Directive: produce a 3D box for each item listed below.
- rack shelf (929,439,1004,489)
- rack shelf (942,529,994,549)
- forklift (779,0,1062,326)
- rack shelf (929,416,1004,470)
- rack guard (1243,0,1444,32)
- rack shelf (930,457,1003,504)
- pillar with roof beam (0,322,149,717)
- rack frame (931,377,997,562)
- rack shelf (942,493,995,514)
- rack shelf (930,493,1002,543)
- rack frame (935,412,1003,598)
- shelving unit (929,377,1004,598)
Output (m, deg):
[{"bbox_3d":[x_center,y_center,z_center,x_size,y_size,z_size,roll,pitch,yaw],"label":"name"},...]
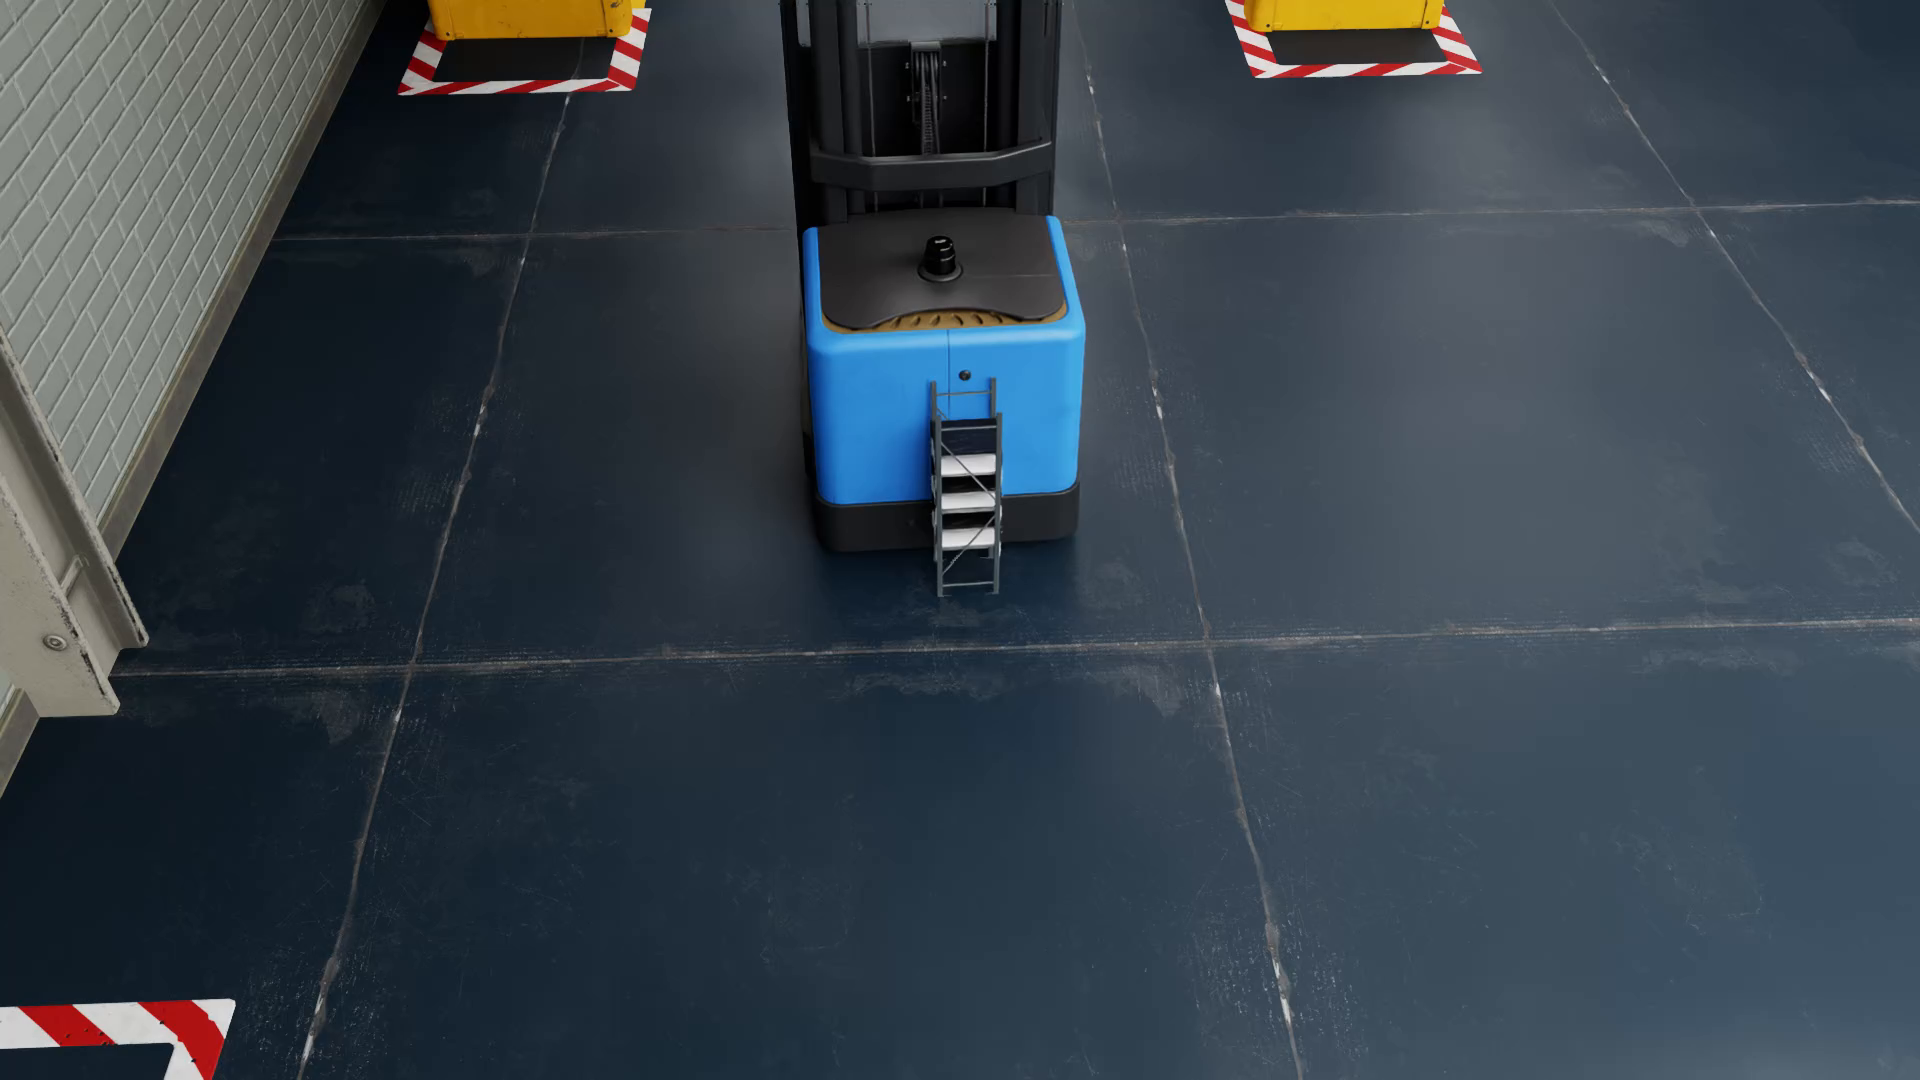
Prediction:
[{"bbox_3d":[0.023,-0.292,6.185,0.258,0.077,0.200,-3,43,-4],"label":"rack shelf"},{"bbox_3d":[0.023,-0.041,6.415,0.221,0.026,0.190,-3,43,-4],"label":"rack shelf"},{"bbox_3d":[-0.163,-2.024,6.789,1.110,2.935,3.031,-3,43,-4],"label":"forklift"},{"bbox_3d":[0.023,-0.358,6.124,0.258,0.077,0.200,-3,43,-4],"label":"rack shelf"},{"bbox_3d":[2.351,-3.410,10.100,1.175,0.500,0.348,-2,43,-2],"label":"rack guard"},{"bbox_3d":[0.023,-0.225,6.246,0.258,0.077,0.200,-3,43,-4],"label":"rack shelf"},{"bbox_3d":[1.063,-2.935,3.292,9.100,9.000,0.400,-2,43,-2],"label":"pillar with roof beam"},{"bbox_3d":[0.014,-0.252,6.359,0.240,0.900,0.006,-3,43,-4],"label":"rack frame"},{"bbox_3d":[0.023,-0.174,6.293,0.221,0.026,0.190,-3,43,-4],"label":"rack shelf"},{"bbox_3d":[0.023,-0.093,6.367,0.258,0.077,0.200,-3,43,-4],"label":"rack shelf"},{"bbox_3d":[0.032,-0.115,6.210,0.240,0.900,0.006,-3,43,-4],"label":"rack frame"},{"bbox_3d":[0.023,-0.183,6.284,0.258,0.900,0.210,-3,43,-4],"label":"shelving unit"}]
